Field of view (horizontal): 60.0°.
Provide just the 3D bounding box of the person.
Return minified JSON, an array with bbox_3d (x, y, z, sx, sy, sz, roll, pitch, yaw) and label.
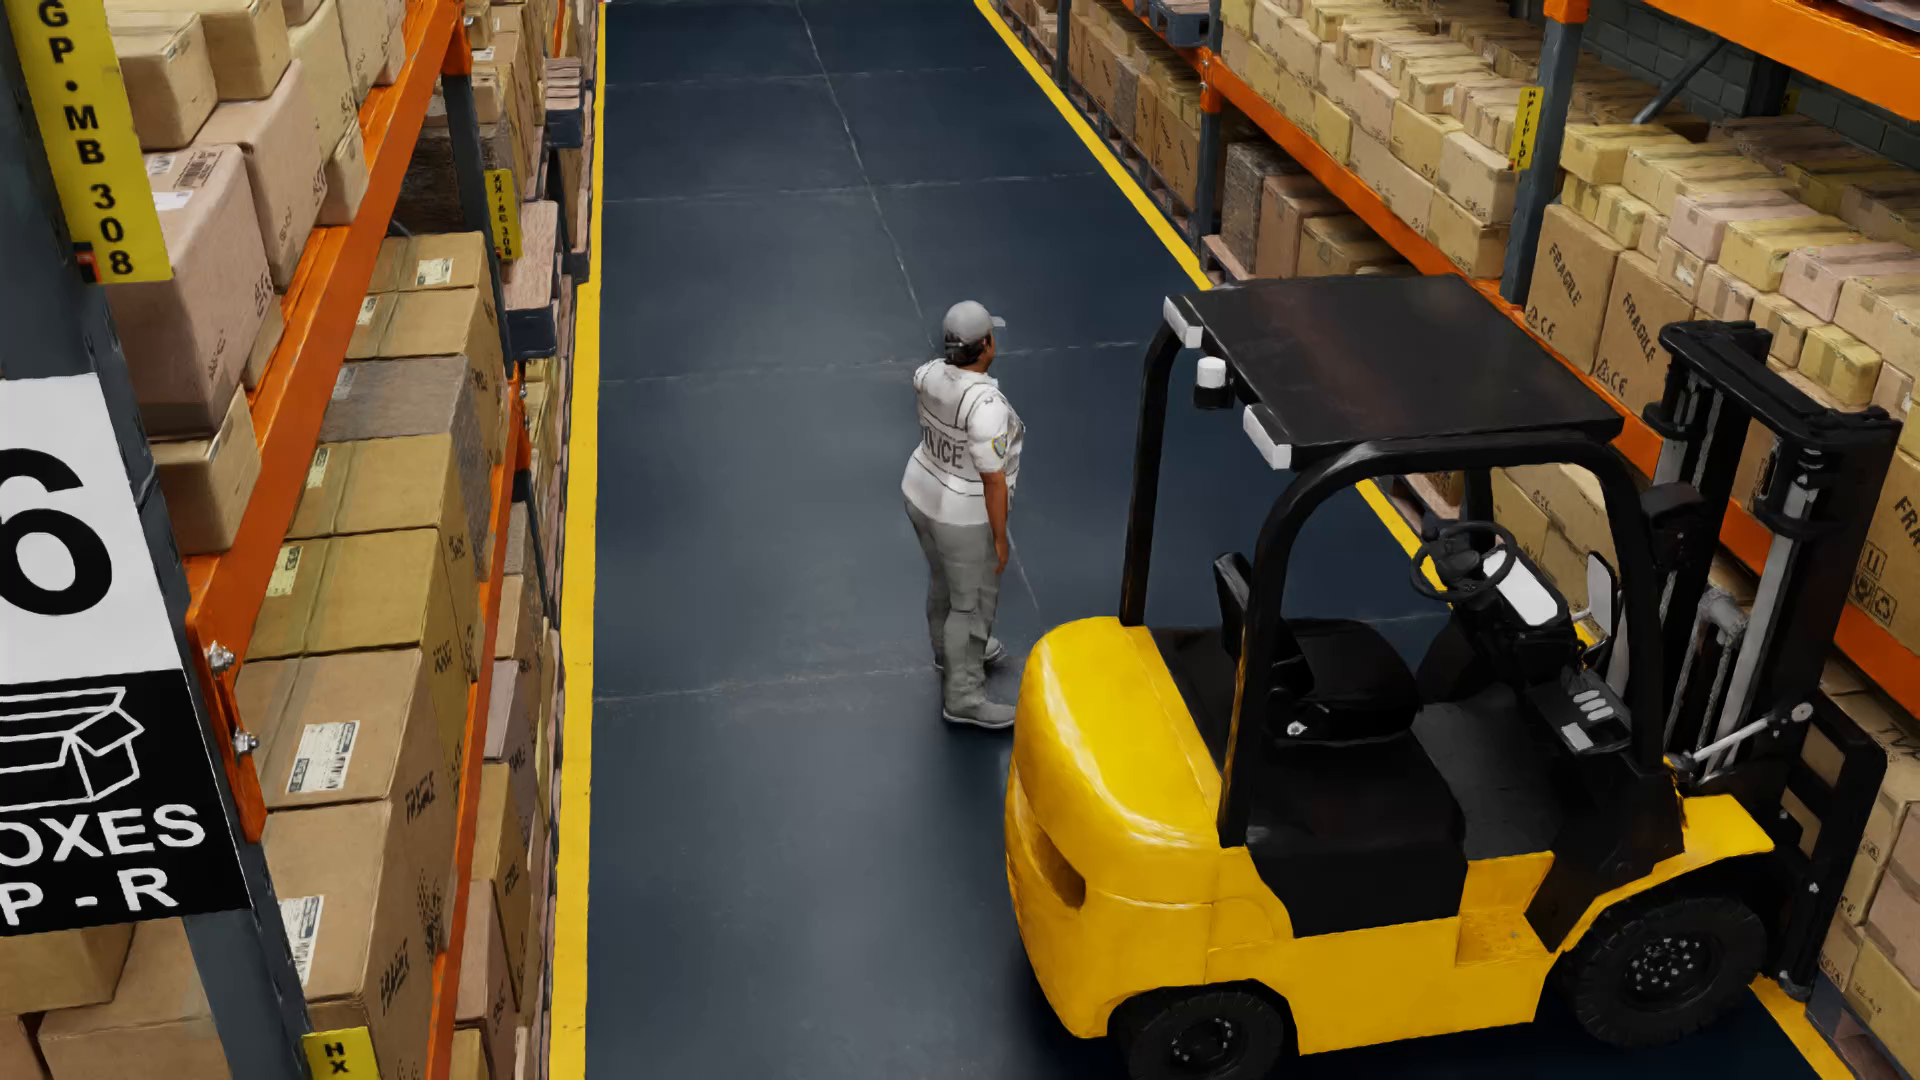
[{"bbox_3d":[0.009,-0.136,6.242,0.392,1.598,0.534,-18,35,-28],"label":"person"}]
